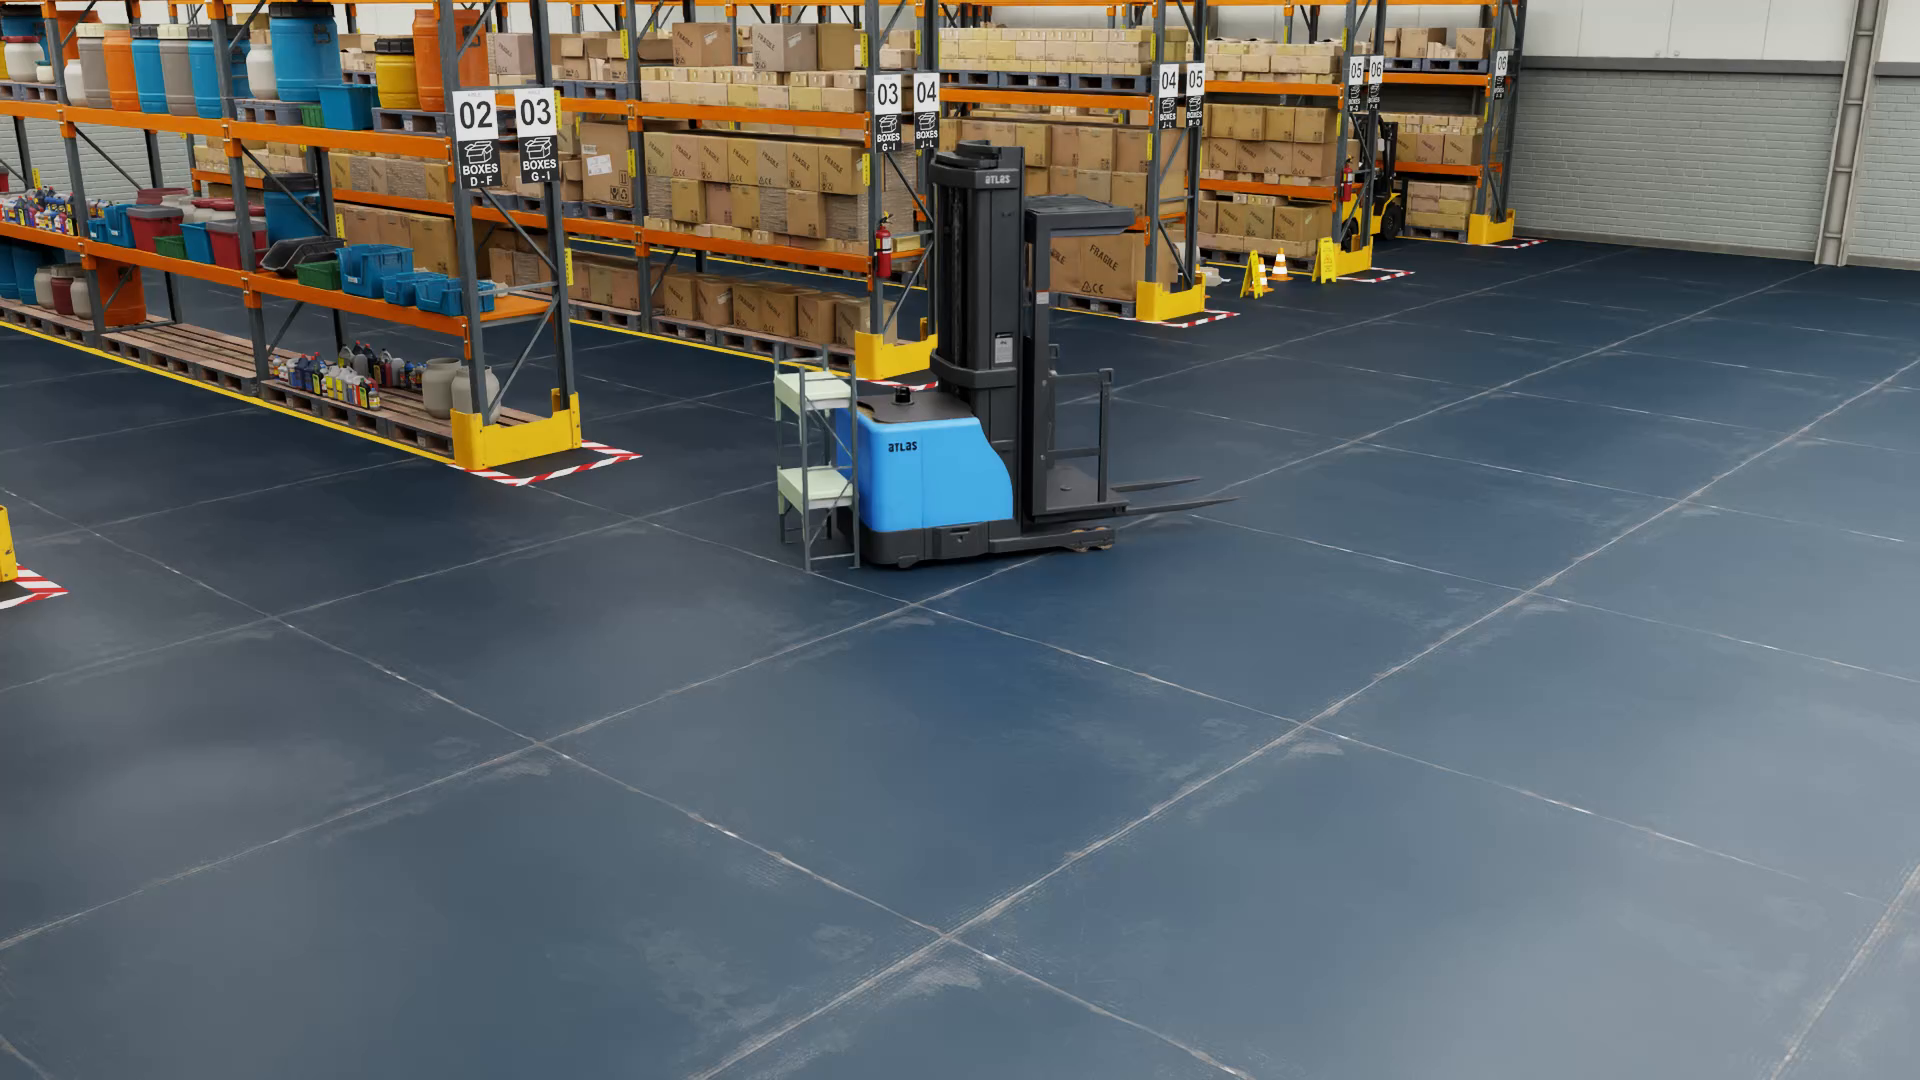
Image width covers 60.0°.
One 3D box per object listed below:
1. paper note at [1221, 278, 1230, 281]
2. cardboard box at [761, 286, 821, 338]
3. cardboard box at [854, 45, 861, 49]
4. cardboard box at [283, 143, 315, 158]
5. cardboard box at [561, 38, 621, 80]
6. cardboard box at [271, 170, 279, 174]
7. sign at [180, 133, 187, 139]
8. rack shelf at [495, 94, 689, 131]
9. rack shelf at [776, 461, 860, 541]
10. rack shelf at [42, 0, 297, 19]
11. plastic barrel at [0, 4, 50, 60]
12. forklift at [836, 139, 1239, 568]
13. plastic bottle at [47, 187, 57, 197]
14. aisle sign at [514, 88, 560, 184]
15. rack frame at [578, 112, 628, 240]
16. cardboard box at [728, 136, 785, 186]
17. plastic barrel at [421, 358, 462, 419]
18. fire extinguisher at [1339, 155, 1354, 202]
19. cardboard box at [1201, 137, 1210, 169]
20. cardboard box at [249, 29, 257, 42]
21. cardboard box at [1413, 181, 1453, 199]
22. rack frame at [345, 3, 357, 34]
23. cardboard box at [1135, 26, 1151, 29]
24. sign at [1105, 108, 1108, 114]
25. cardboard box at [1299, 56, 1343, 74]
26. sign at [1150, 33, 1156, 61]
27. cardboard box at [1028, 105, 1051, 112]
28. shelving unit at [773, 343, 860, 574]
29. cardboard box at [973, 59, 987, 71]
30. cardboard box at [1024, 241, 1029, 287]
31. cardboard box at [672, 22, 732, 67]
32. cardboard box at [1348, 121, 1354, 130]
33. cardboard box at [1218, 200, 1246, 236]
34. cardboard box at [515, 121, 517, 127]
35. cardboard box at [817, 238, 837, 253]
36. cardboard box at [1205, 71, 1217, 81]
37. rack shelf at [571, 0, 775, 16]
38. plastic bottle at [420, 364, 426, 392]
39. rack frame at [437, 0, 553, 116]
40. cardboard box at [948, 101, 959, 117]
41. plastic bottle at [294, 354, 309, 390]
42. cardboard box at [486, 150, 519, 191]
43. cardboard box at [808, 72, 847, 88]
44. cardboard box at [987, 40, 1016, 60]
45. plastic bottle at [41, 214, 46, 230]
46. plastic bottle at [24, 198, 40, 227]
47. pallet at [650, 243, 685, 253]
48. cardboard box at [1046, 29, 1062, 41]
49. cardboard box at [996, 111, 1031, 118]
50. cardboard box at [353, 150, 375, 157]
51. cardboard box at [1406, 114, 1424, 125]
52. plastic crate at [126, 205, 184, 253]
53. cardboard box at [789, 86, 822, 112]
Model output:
[{"bbox_3d":[3.948,-3.878,24.782,0.142,0.019,0.148,7,19,21],"label":"paper note"},{"bbox_3d":[-1.983,-2.692,19.574,0.500,0.500,0.500,-16,23,-41],"label":"cardboard box"},{"bbox_3d":[-1.683,-7.154,24.525,0.500,0.311,0.500,14,22,37],"label":"cardboard box"},{"bbox_3d":[-10.098,-6.181,25.645,0.500,0.500,0.500,16,24,41],"label":"cardboard box"},{"bbox_3d":[-4.585,-6.100,21.050,0.637,0.503,0.797,16,24,41],"label":"cardboard box"},{"bbox_3d":[-10.599,-5.744,26.166,0.250,0.149,0.380,16,23,40],"label":"cardboard box"},{"bbox_3d":[-12.942,-6.851,27.677,0.005,0.325,0.100,15,23,39],"label":"sign"},{"bbox_3d":[-5.089,-5.604,21.540,4.000,0.370,1.077,15,23,39],"label":"rack shelf"},{"bbox_3d":[-1.039,-0.290,12.124,0.431,0.370,0.720,-6,19,-19],"label":"rack shelf"},{"bbox_3d":[-8.377,-5.722,17.616,4.000,0.370,1.077,15,23,39],"label":"rack shelf"},{"bbox_3d":[-11.487,-6.162,20.586,0.708,0.901,0.600,15,23,39],"label":"plastic barrel"},{"bbox_3d":[0.633,-1.450,12.335,3.031,2.935,1.130,-6,19,-19],"label":"forklift"},{"bbox_3d":[-11.822,-4.430,21.692,0.185,0.351,0.144,15,23,39],"label":"plastic bottle"},{"bbox_3d":[-3.641,-3.482,14.328,0.004,0.787,0.394,15,23,39],"label":"aisle sign"},{"bbox_3d":[-6.209,-6.823,29.153,0.127,3.000,1.000,15,23,39],"label":"rack frame"},{"bbox_3d":[-2.296,-4.335,19.002,0.500,0.500,0.500,15,23,39],"label":"cardboard box"},{"bbox_3d":[-4.807,-1.421,15.550,0.421,0.512,0.421,0,18,0],"label":"plastic barrel"},{"bbox_3d":[5.756,-5.390,24.765,0.183,0.674,0.296,15,23,39],"label":"fire extinguisher"},{"bbox_3d":[3.886,-6.196,26.519,0.500,0.500,0.500,15,23,39],"label":"cardboard box"},{"bbox_3d":[-10.898,-7.836,26.361,0.500,0.500,0.700,16,24,42],"label":"cardboard box"},{"bbox_3d":[8.331,-6.167,29.284,0.500,0.250,0.500,16,23,40],"label":"cardboard box"},{"bbox_3d":[-9.577,-8.581,24.773,0.127,3.000,1.000,15,23,39],"label":"rack frame"},{"bbox_3d":[3.665,-9.809,32.577,0.500,0.500,0.500,15,23,40],"label":"cardboard box"},{"bbox_3d":[2.931,-8.674,33.200,0.005,0.325,0.100,15,23,39],"label":"sign"},{"bbox_3d":[5.415,-7.096,24.809,0.500,0.250,0.500,15,23,39],"label":"cardboard box"},{"bbox_3d":[2.396,-6.108,20.607,0.005,0.325,0.100,15,23,39],"label":"sign"},{"bbox_3d":[1.404,-7.595,29.159,0.250,0.149,0.380,14,22,37],"label":"cardboard box"},{"bbox_3d":[-1.039,-0.601,12.025,0.431,1.500,0.755,-6,19,-19],"label":"shelving unit"},{"bbox_3d":[0.389,-6.472,22.645,0.250,0.149,0.380,15,23,38],"label":"cardboard box"},{"bbox_3d":[0.875,-4.082,23.334,0.875,0.875,0.875,15,23,40],"label":"cardboard box"},{"bbox_3d":[-3.088,-5.940,19.927,0.500,0.500,0.500,14,22,38],"label":"cardboard box"},{"bbox_3d":[7.079,-7.497,30.039,0.250,0.149,0.380,15,23,39],"label":"cardboard box"},{"bbox_3d":[4.438,-5.110,26.366,0.500,0.500,0.500,14,23,38],"label":"cardboard box"},{"bbox_3d":[-7.888,-7.359,30.185,0.500,0.500,0.500,14,23,38],"label":"cardboard box"},{"bbox_3d":[-1.360,-3.292,18.440,0.250,0.149,0.380,15,23,39],"label":"cardboard box"},{"bbox_3d":[3.961,-7.270,26.018,0.250,0.149,0.380,14,23,38],"label":"cardboard box"},{"bbox_3d":[-4.713,-8.748,27.149,4.000,0.370,1.077,15,23,39],"label":"rack shelf"},{"bbox_3d":[-5.295,-1.604,16.490,0.097,0.271,0.097,0,18,0],"label":"plastic bottle"},{"bbox_3d":[-3.889,-5.051,13.650,0.127,3.000,1.000,15,23,39],"label":"rack frame"},{"bbox_3d":[-0.214,-7.839,30.535,0.500,0.500,0.500,14,22,37],"label":"cardboard box"},{"bbox_3d":[-6.553,-1.686,16.616,0.185,0.351,0.144,16,24,41],"label":"plastic bottle"},{"bbox_3d":[-6.155,-5.067,22.758,0.500,0.500,0.500,12,21,33],"label":"cardboard box"},{"bbox_3d":[-1.411,-4.954,17.894,0.250,0.149,0.380,14,22,37],"label":"cardboard box"},{"bbox_3d":[0.710,-6.601,22.391,0.500,0.250,0.500,15,23,39],"label":"cardboard box"},{"bbox_3d":[-11.069,-3.859,20.141,0.097,0.201,0.097,0,18,0],"label":"plastic bottle"},{"bbox_3d":[-11.405,-4.030,20.432,0.185,0.351,0.144,15,23,39],"label":"plastic bottle"},{"bbox_3d":[-4.709,-5.093,28.312,1.213,0.211,1.003,15,23,39],"label":"pallet"},{"bbox_3d":[1.338,-6.598,21.722,0.250,0.149,0.380,15,23,38],"label":"cardboard box"},{"bbox_3d":[0.972,-7.199,28.986,0.500,0.500,0.500,16,23,40],"label":"cardboard box"},{"bbox_3d":[-8.588,-5.980,24.673,0.637,0.503,0.797,15,23,40],"label":"cardboard box"},{"bbox_3d":[8.036,-7.384,29.189,0.250,0.149,0.380,16,23,41],"label":"cardboard box"},{"bbox_3d":[-8.867,-3.434,18.369,0.583,0.464,0.402,15,23,39],"label":"plastic crate"},{"bbox_3d":[-1.506,-4.809,18.096,0.500,0.250,0.500,15,23,40],"label":"cardboard box"}]
